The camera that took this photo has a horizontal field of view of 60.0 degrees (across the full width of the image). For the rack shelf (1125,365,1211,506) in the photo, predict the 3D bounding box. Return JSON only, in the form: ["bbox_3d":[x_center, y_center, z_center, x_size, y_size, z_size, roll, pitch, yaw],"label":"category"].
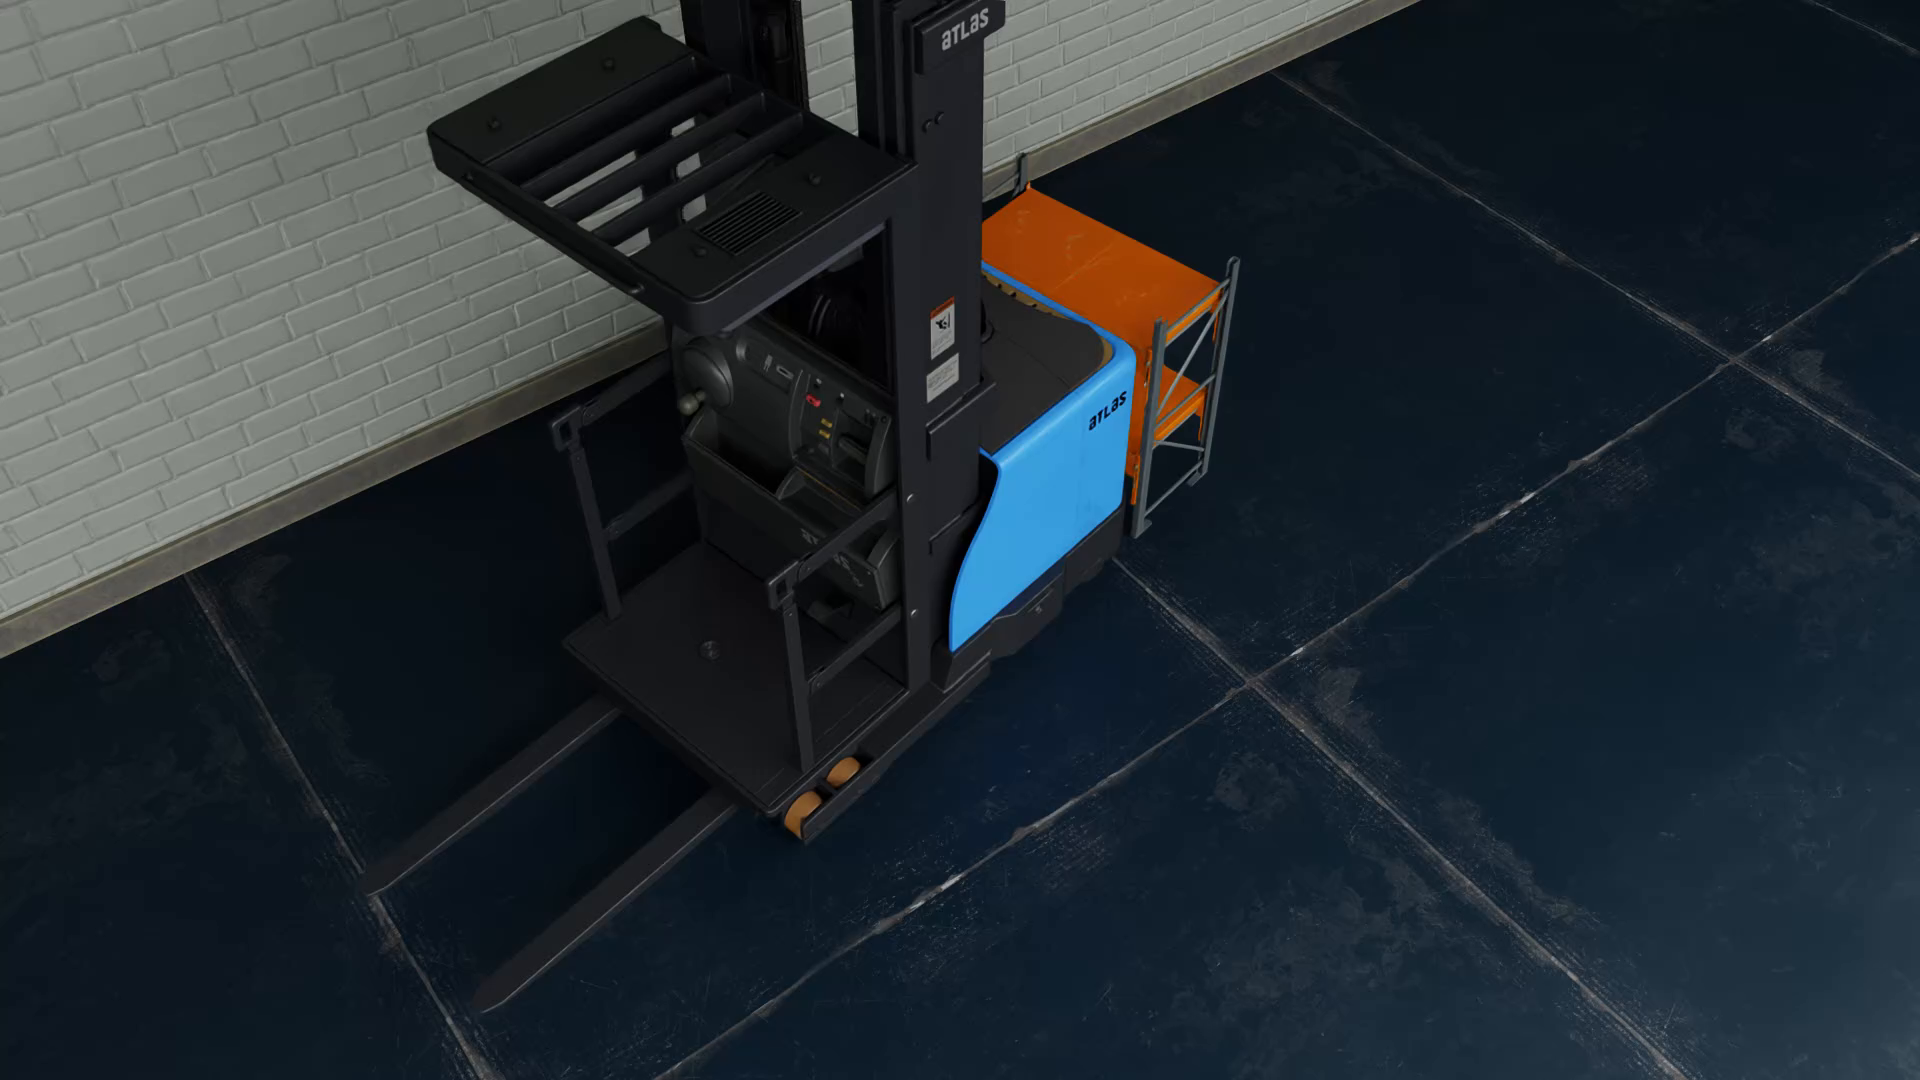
[{"bbox_3d":[0.483,-0.614,6.876,1.000,0.278,0.538,33,55,26],"label":"rack shelf"}]

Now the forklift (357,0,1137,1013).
[{"bbox_3d":[-0.711,-0.375,5.110,1.130,2.935,3.031,34,56,27],"label":"forklift"}]

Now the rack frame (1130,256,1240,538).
[{"bbox_3d":[0.868,-0.533,6.473,0.032,1.125,0.500,33,55,26],"label":"rack frame"}]

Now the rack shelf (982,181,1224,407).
[{"bbox_3d":[0.483,-0.975,6.478,1.000,0.278,0.538,33,55,26],"label":"rack shelf"}]

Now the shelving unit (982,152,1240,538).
[{"bbox_3d":[0.483,-0.779,6.695,1.048,1.125,0.538,33,55,26],"label":"shelving unit"}]

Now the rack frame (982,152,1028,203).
[{"bbox_3d":[0.098,-1.024,6.918,0.032,1.125,0.500,33,55,26],"label":"rack frame"}]
